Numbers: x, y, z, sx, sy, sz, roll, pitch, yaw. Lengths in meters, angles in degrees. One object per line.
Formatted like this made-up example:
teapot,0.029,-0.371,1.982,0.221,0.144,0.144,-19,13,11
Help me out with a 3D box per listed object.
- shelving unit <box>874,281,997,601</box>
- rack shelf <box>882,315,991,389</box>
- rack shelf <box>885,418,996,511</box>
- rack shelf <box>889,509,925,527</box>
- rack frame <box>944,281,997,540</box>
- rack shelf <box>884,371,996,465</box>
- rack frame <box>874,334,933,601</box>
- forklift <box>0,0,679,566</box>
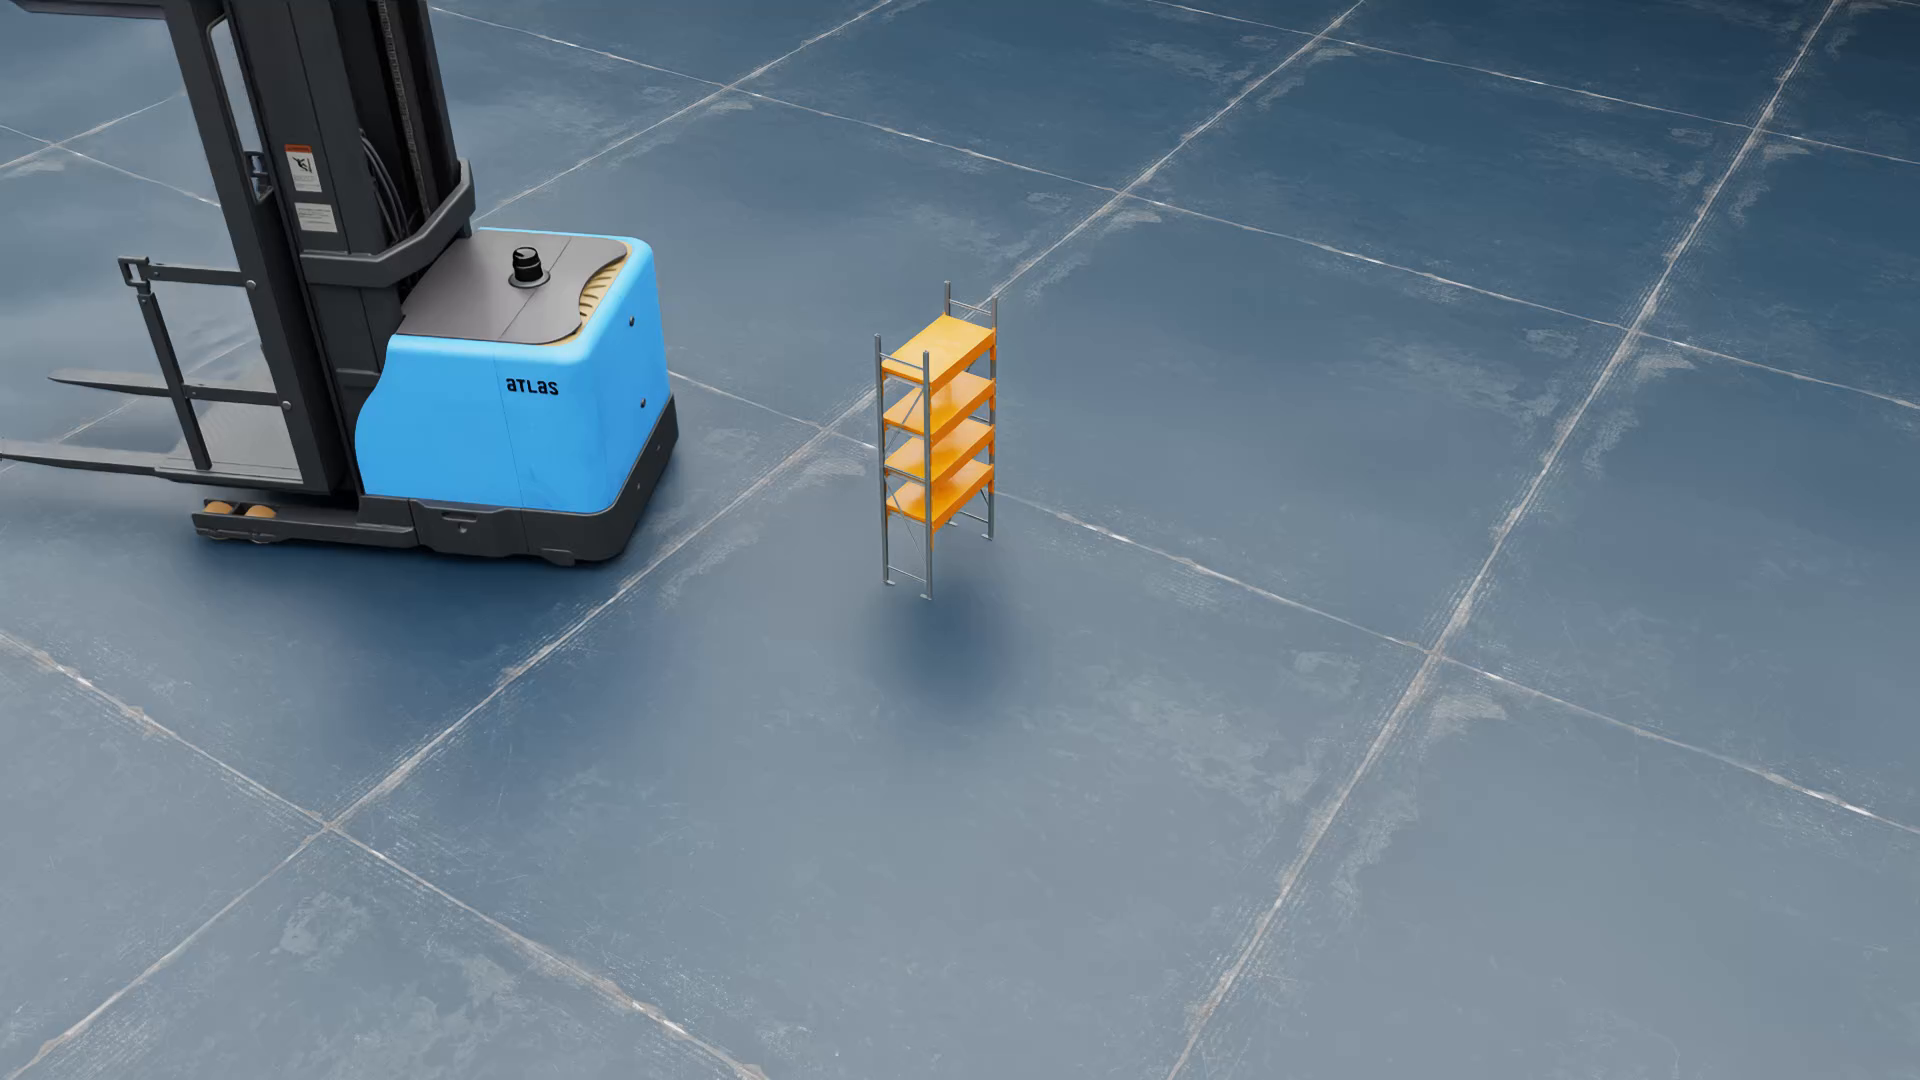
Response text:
shelving unit,-0.089,-0.390,6.773,0.258,1.200,0.503,21,42,25
rack shelf,-0.089,-0.732,6.509,0.221,0.050,0.457,21,42,25
rack shelf,-0.089,-0.337,6.814,0.258,0.148,0.480,21,42,25
rack shelf,-0.089,-0.202,6.918,0.199,0.029,0.442,21,42,25
rack frame,0.042,-0.516,6.936,0.240,1.200,0.015,21,42,25
rack shelf,-0.089,-0.514,6.677,0.258,0.148,0.480,21,42,25
rack frame,-0.219,-0.264,6.610,0.240,1.200,0.015,21,42,25
forklift,-2.873,-1.457,6.739,3.031,2.935,1.130,5,38,7
